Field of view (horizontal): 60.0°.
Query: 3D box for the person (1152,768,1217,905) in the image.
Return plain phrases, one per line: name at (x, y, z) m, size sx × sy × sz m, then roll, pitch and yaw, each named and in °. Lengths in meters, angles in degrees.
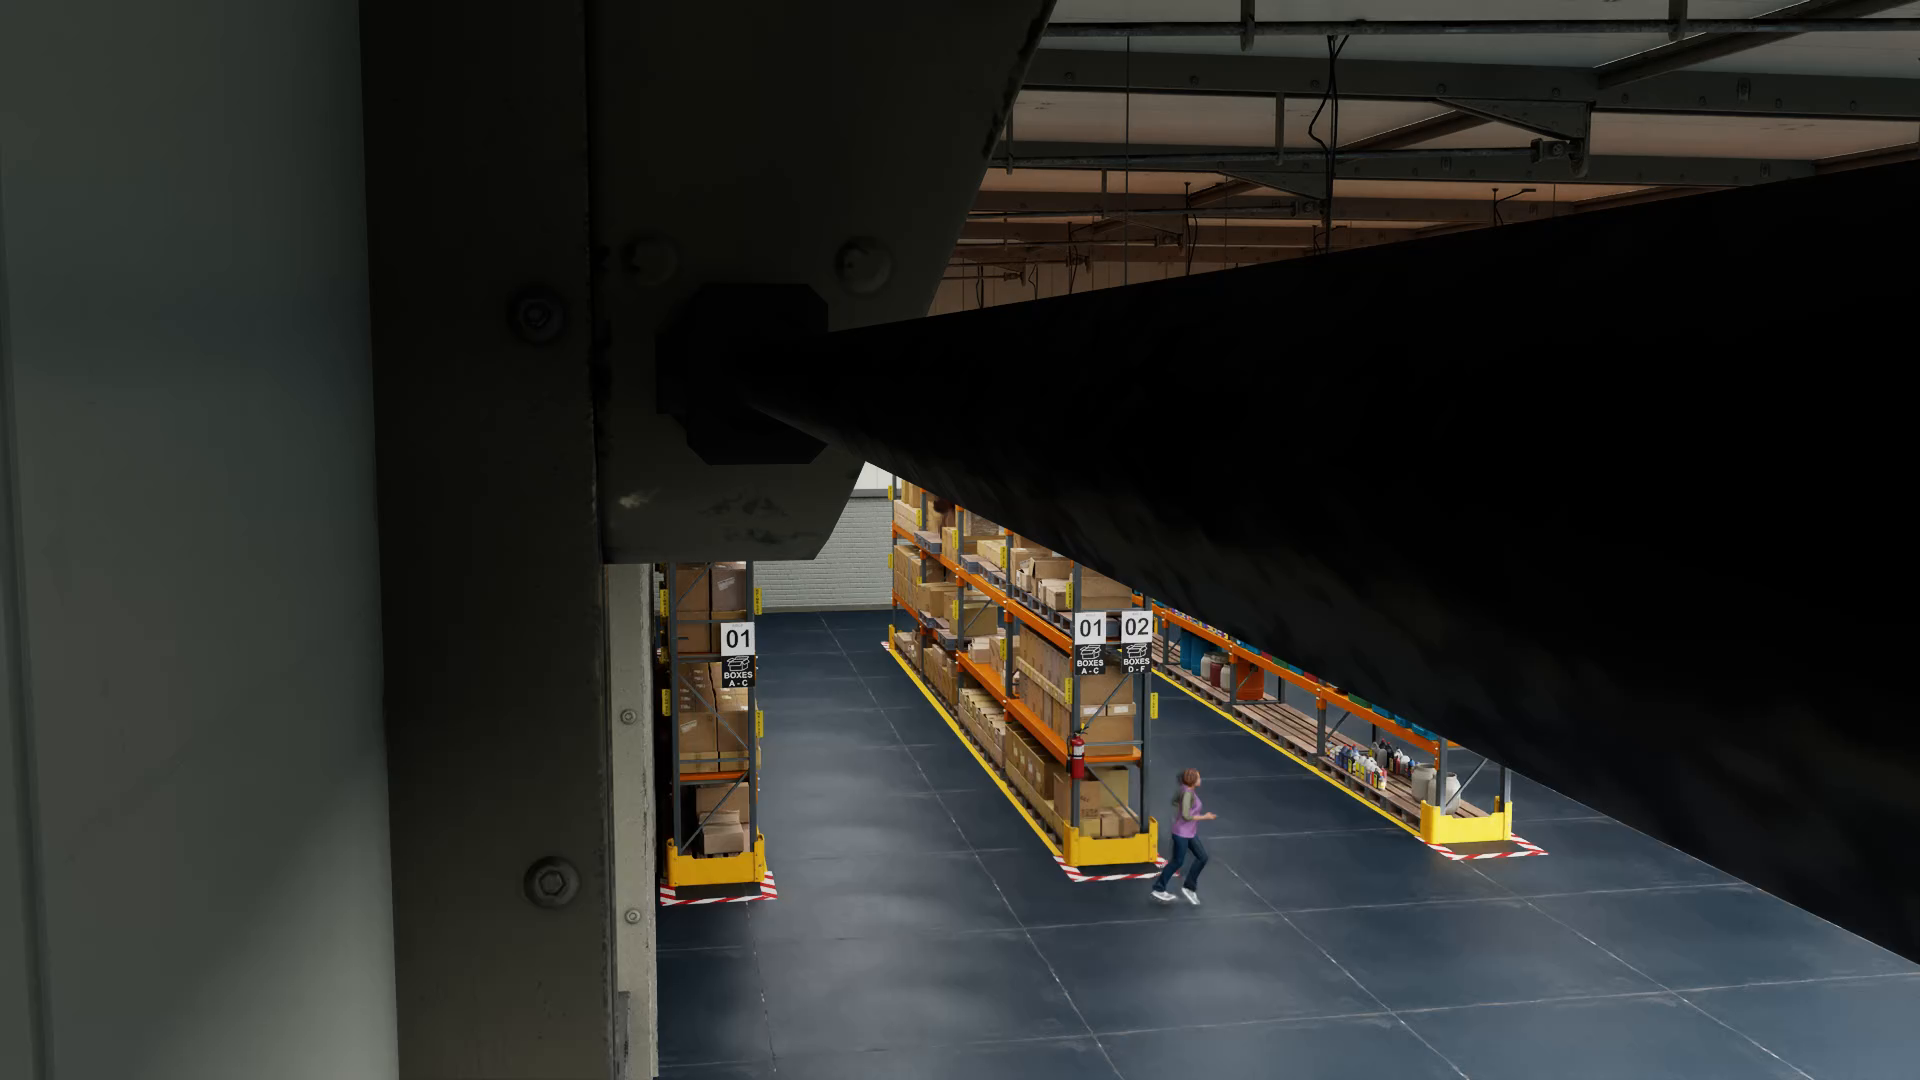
person at (2.638, 3.459, 19.399) m, size 0.729 × 1.627 × 0.499 m, roll 2°, pitch 7°, yaw 19°
